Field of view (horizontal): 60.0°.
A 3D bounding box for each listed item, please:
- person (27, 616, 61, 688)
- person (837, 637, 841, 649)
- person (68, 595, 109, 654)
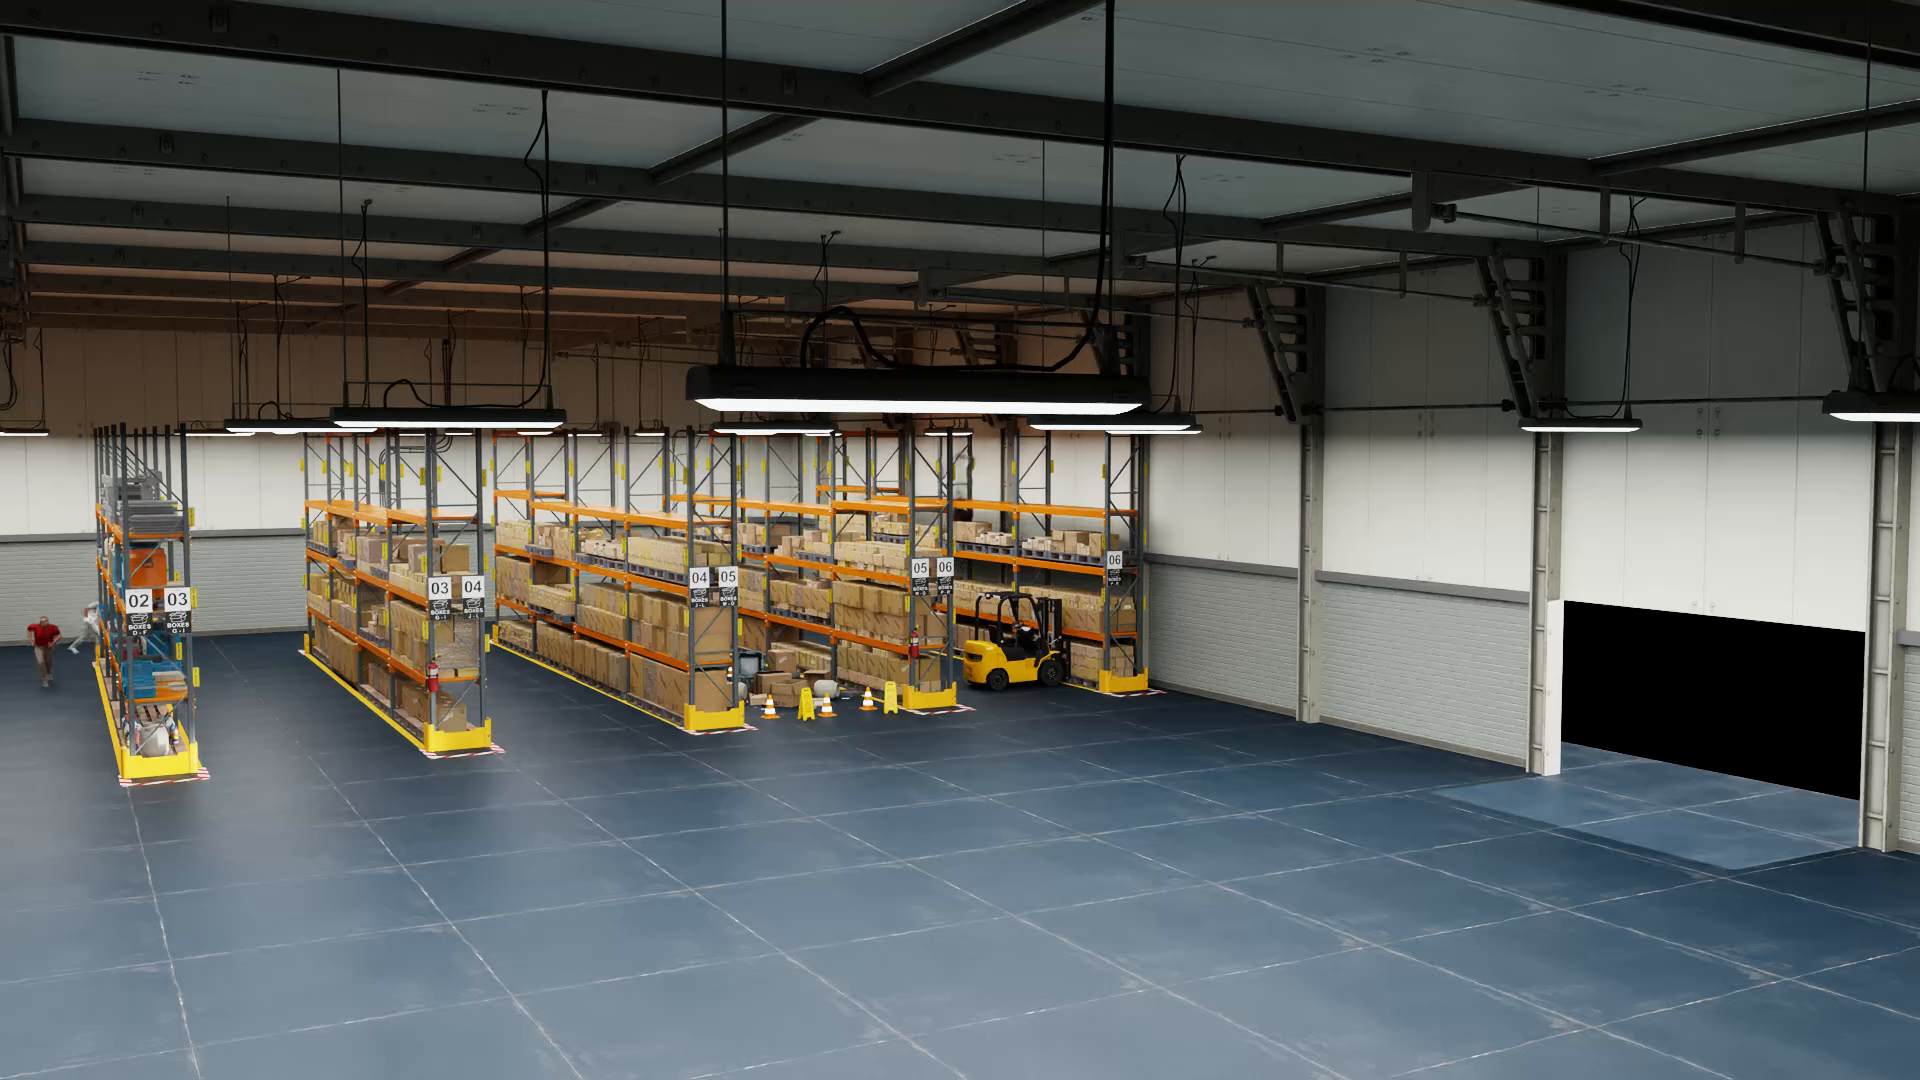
[{"bbox_3d":[-21.353,2.581,38.796,0.704,1.696,1.021,-2,4,-25],"label":"person"},{"bbox_3d":[-3.239,2.313,43.536,0.572,1.567,0.477,-3,4,-38],"label":"person"},{"bbox_3d":[-23.208,2.252,44.407,1.121,1.604,0.695,0,3,-6],"label":"person"}]
